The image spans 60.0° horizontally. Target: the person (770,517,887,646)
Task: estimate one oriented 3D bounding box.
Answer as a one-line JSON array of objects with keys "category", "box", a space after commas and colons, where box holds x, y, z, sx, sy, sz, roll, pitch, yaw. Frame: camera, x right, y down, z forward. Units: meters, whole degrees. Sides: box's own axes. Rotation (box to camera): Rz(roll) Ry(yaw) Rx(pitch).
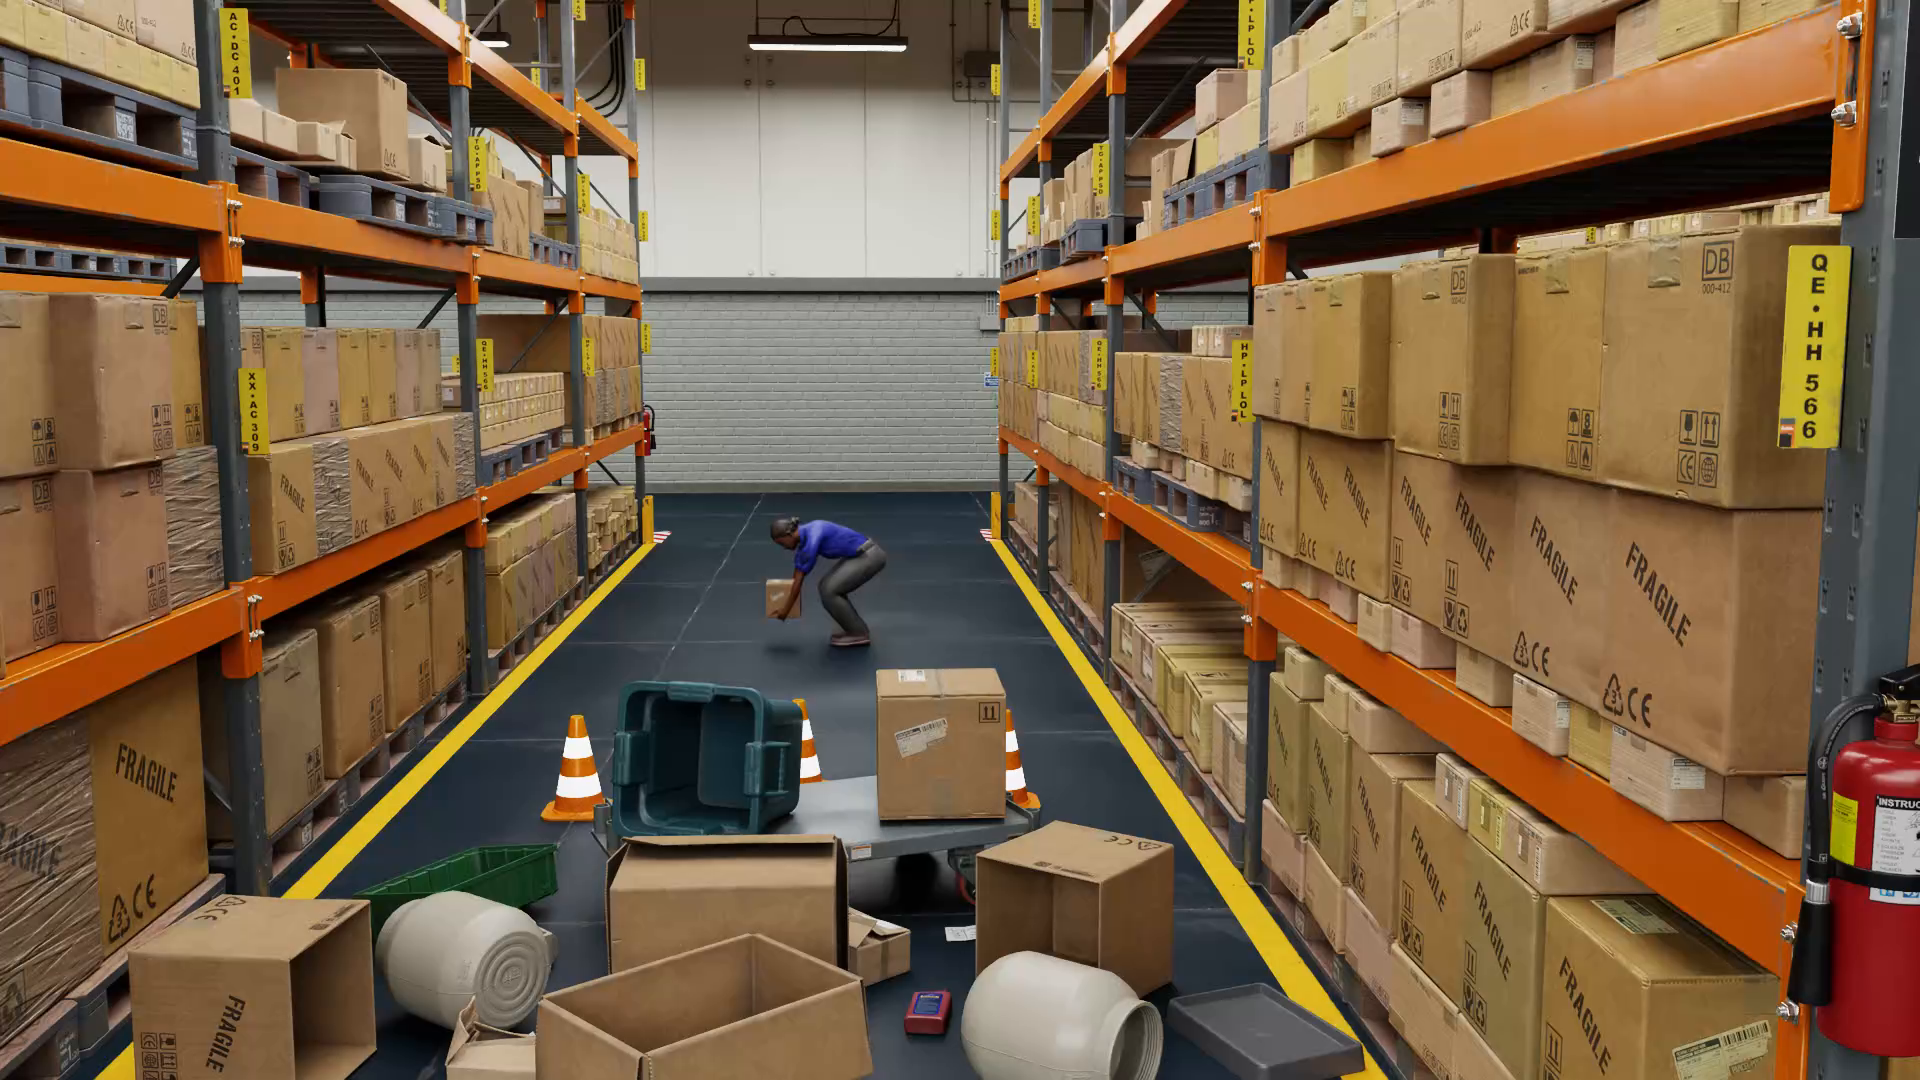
[{"category": "person", "box": [-0.969, 0.297, 12.280, 0.857, 0.951, 0.470, -1, 7, -6]}]
